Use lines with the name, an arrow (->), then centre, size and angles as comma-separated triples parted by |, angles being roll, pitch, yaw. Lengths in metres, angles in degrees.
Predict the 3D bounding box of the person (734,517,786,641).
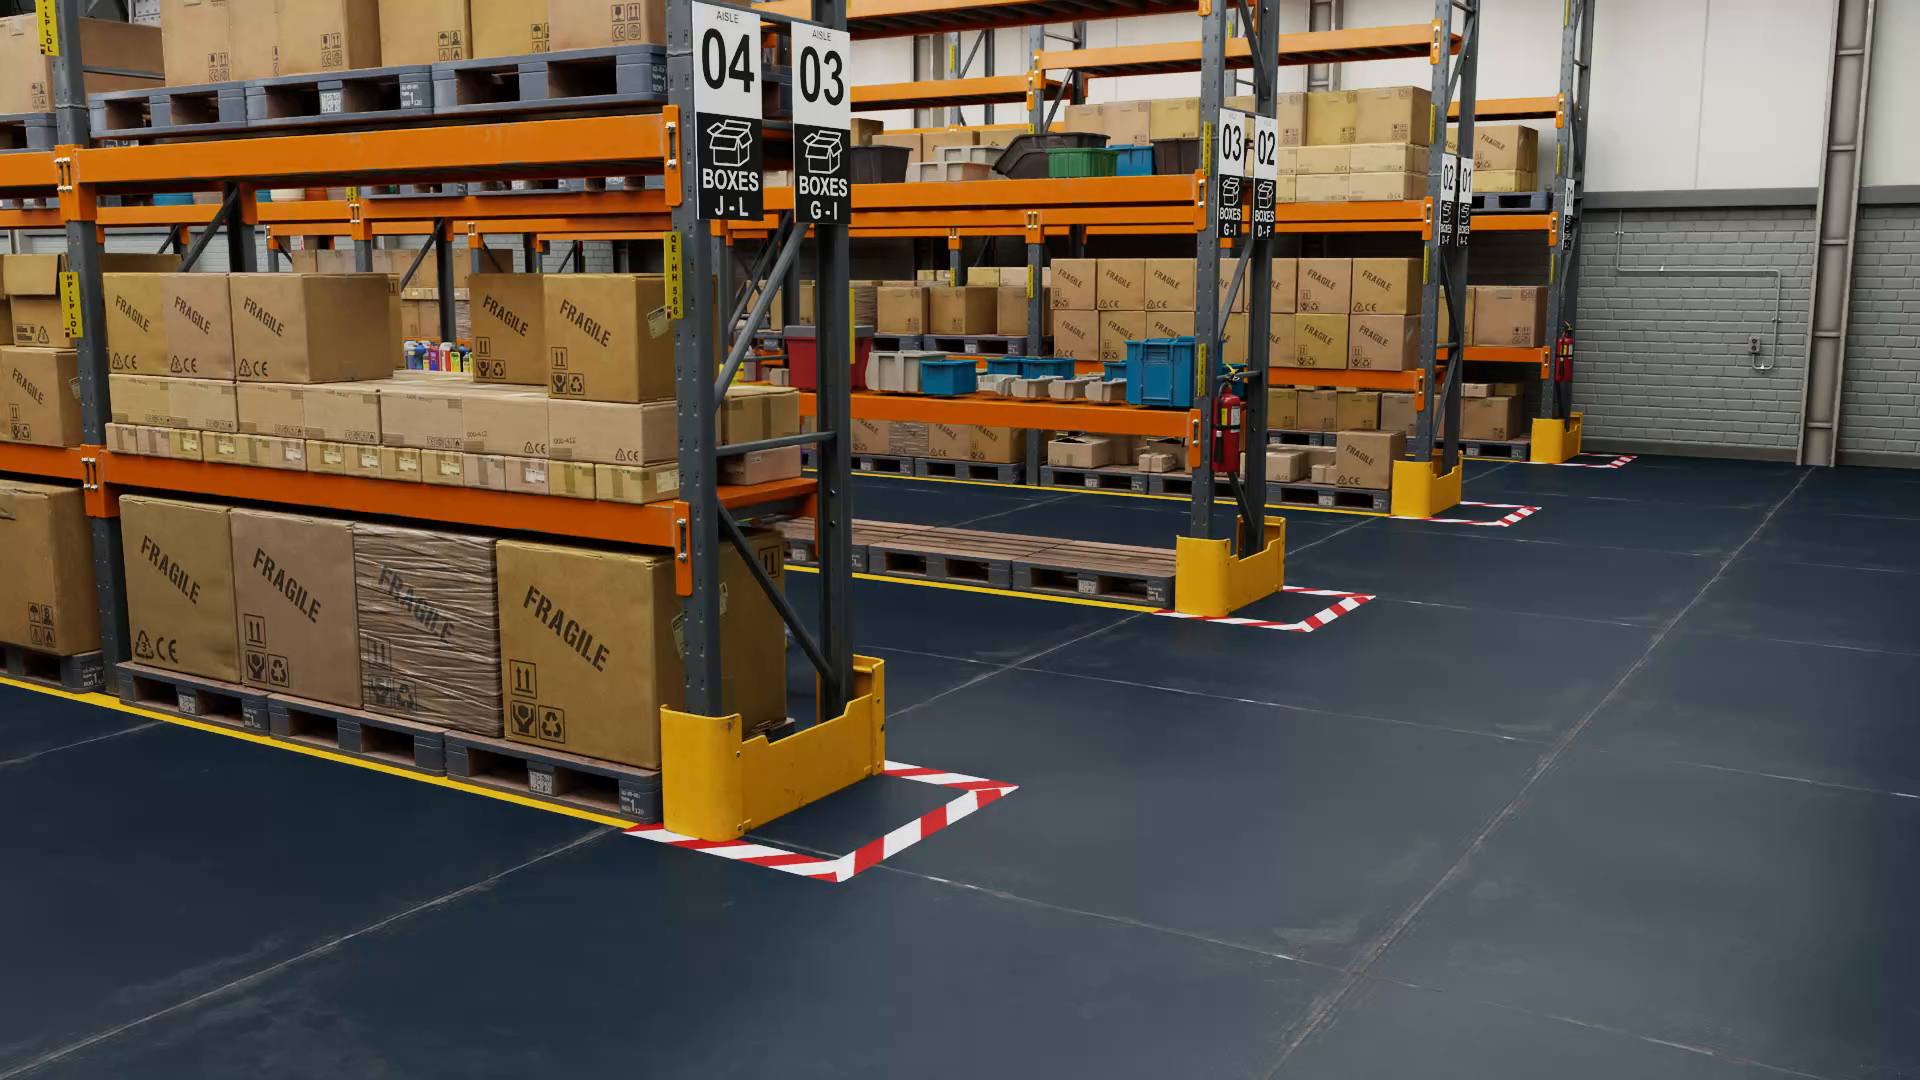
person -> -1.290, -0.107, 9.009 | 0.948, 1.734, 0.574 | 6, 11, 33
